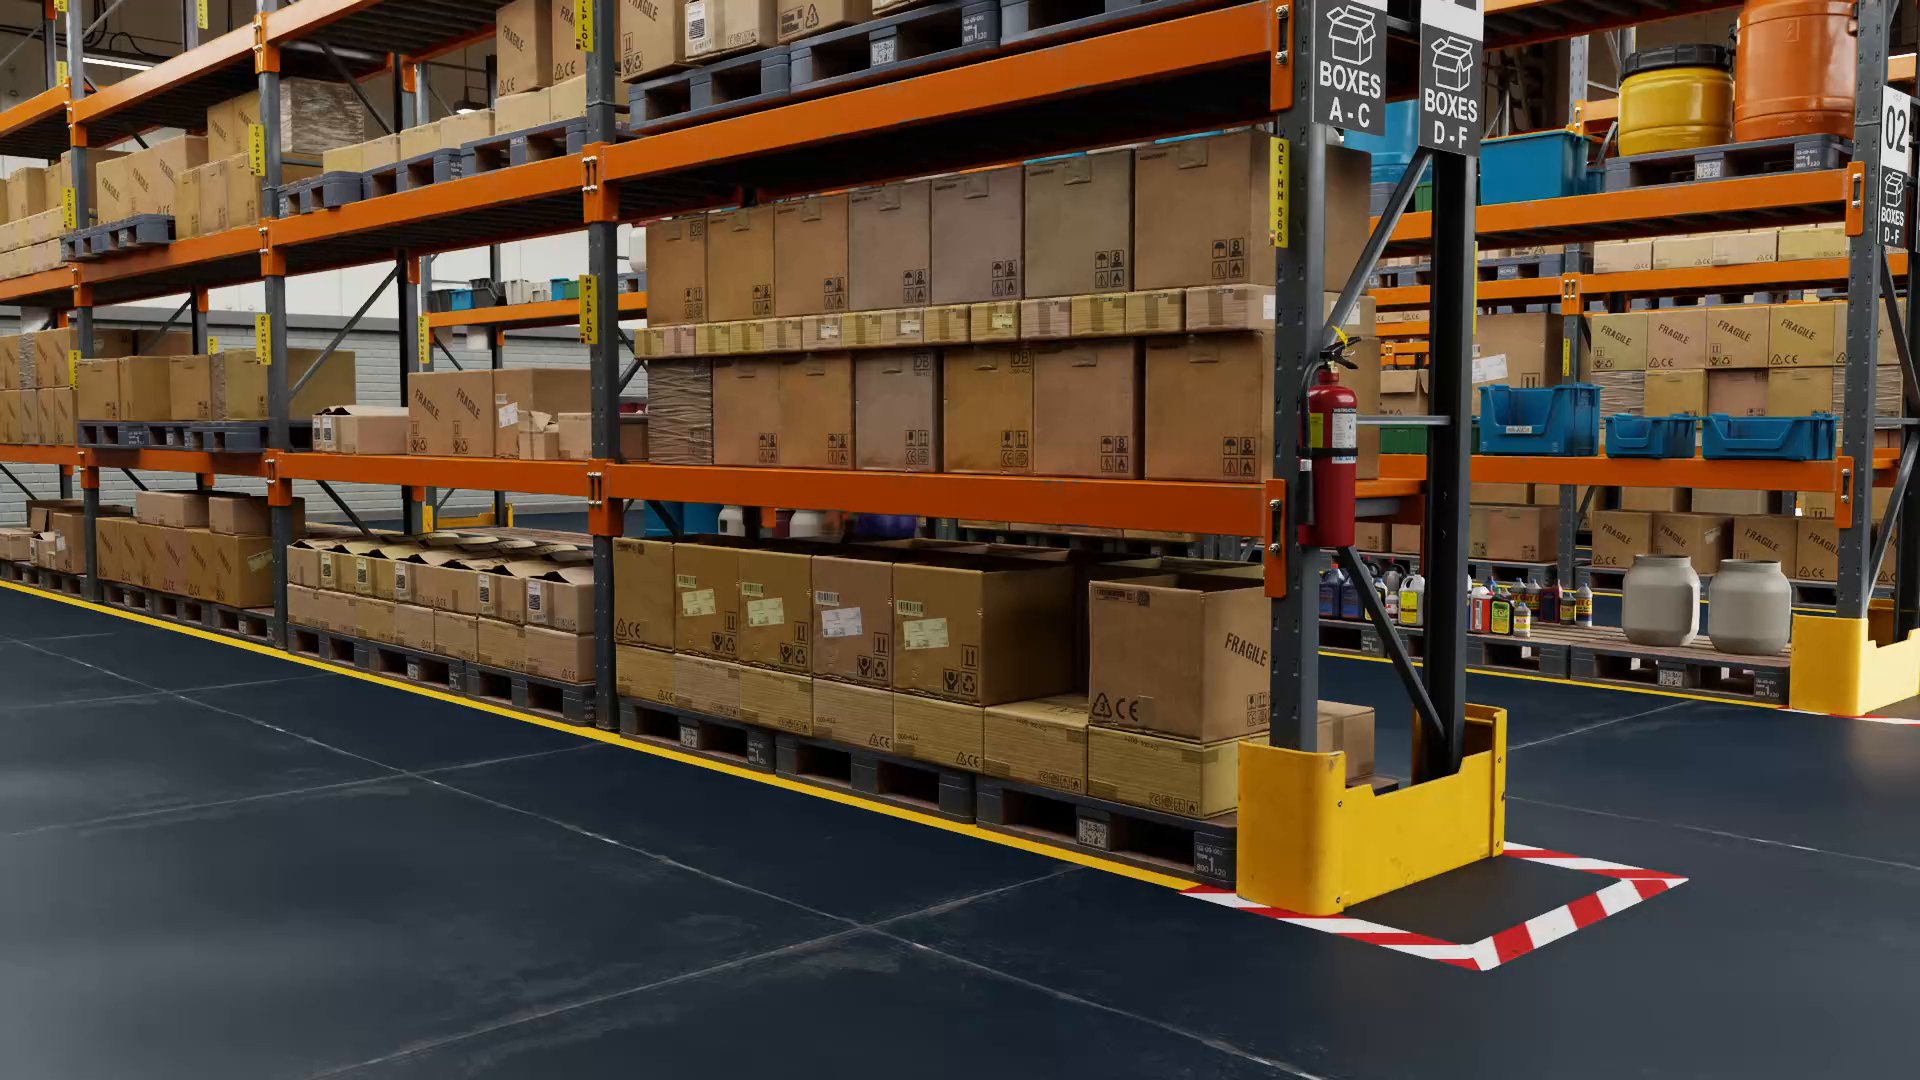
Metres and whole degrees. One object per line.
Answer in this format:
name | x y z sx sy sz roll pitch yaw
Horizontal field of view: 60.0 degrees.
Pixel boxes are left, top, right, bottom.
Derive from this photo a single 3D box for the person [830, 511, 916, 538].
person | -0.672 -0.017 11.754 0.766 1.393 0.459 4 6 44
